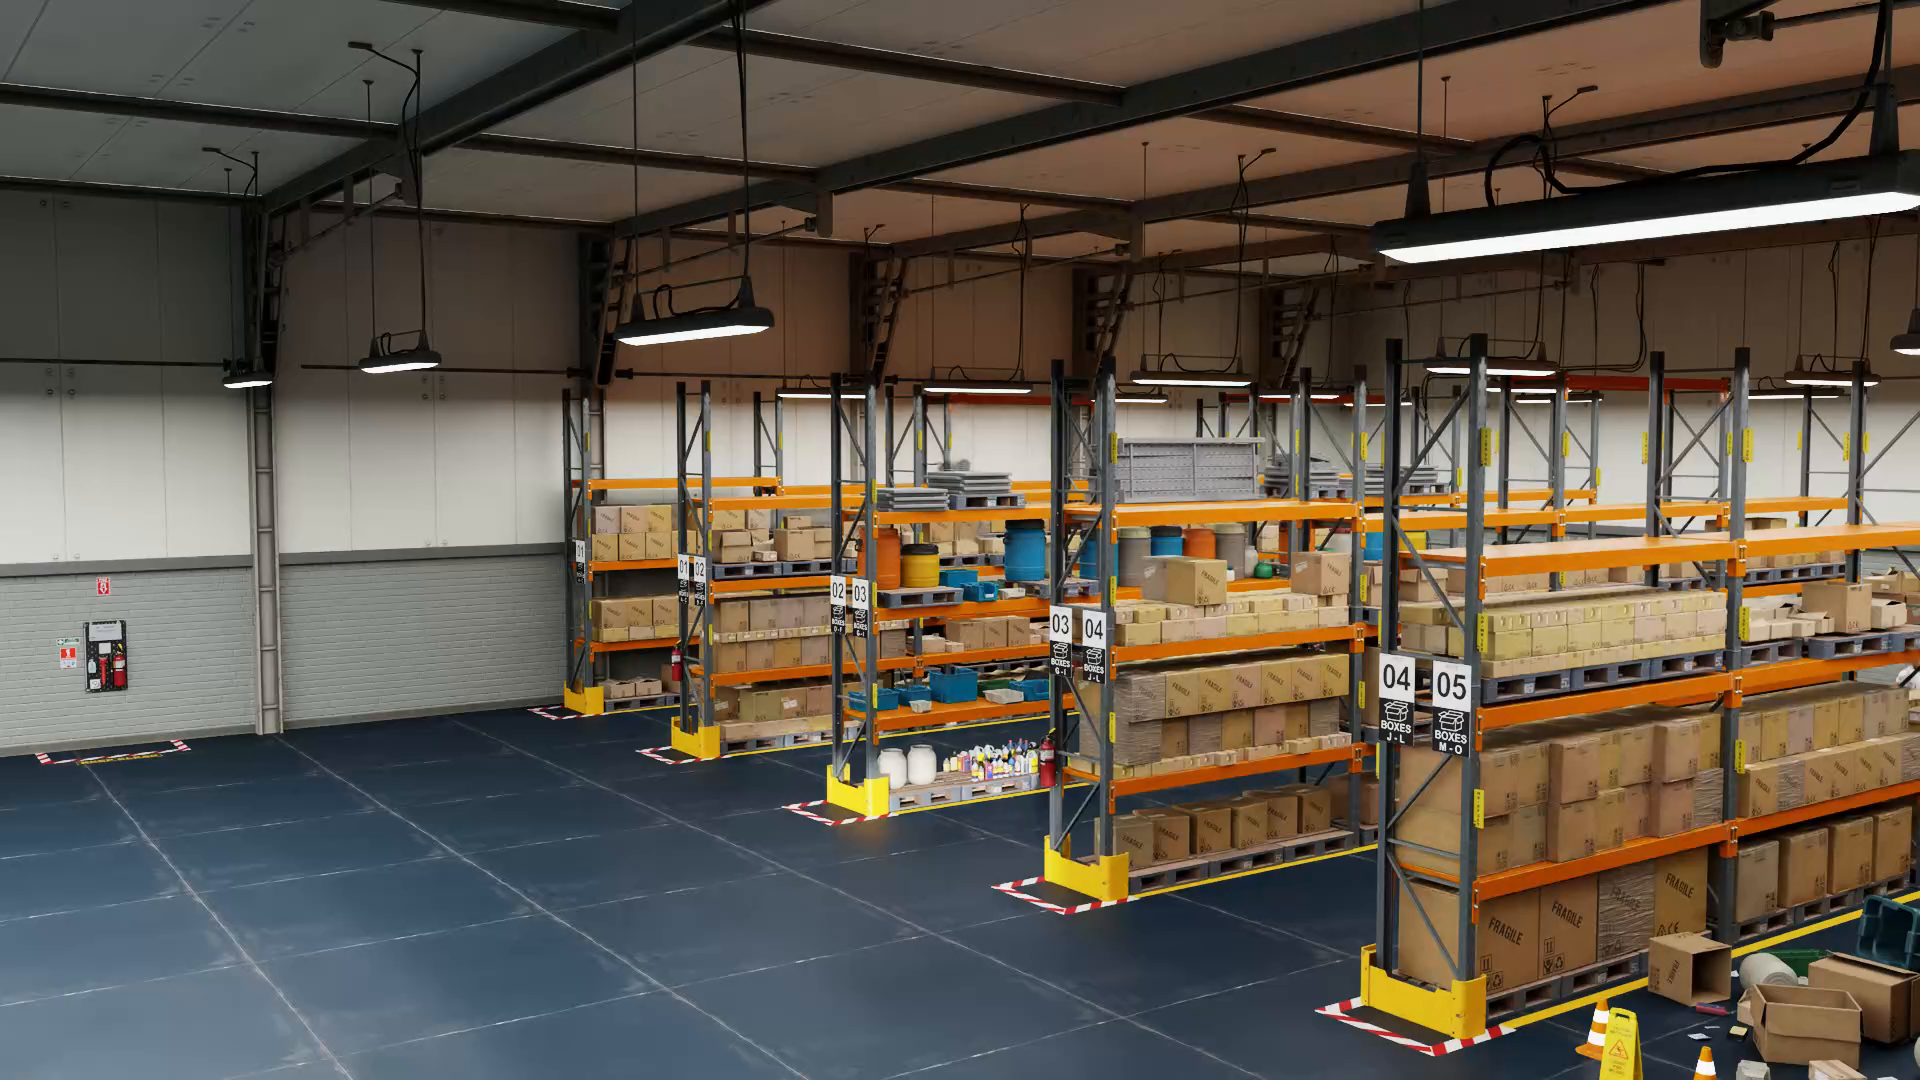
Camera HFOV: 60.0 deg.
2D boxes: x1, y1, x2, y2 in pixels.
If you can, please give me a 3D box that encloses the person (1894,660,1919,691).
[{"bbox_3d":[15.712,2.637,27.309,0.705,1.588,0.574,0,4,1],"label":"person"}]
